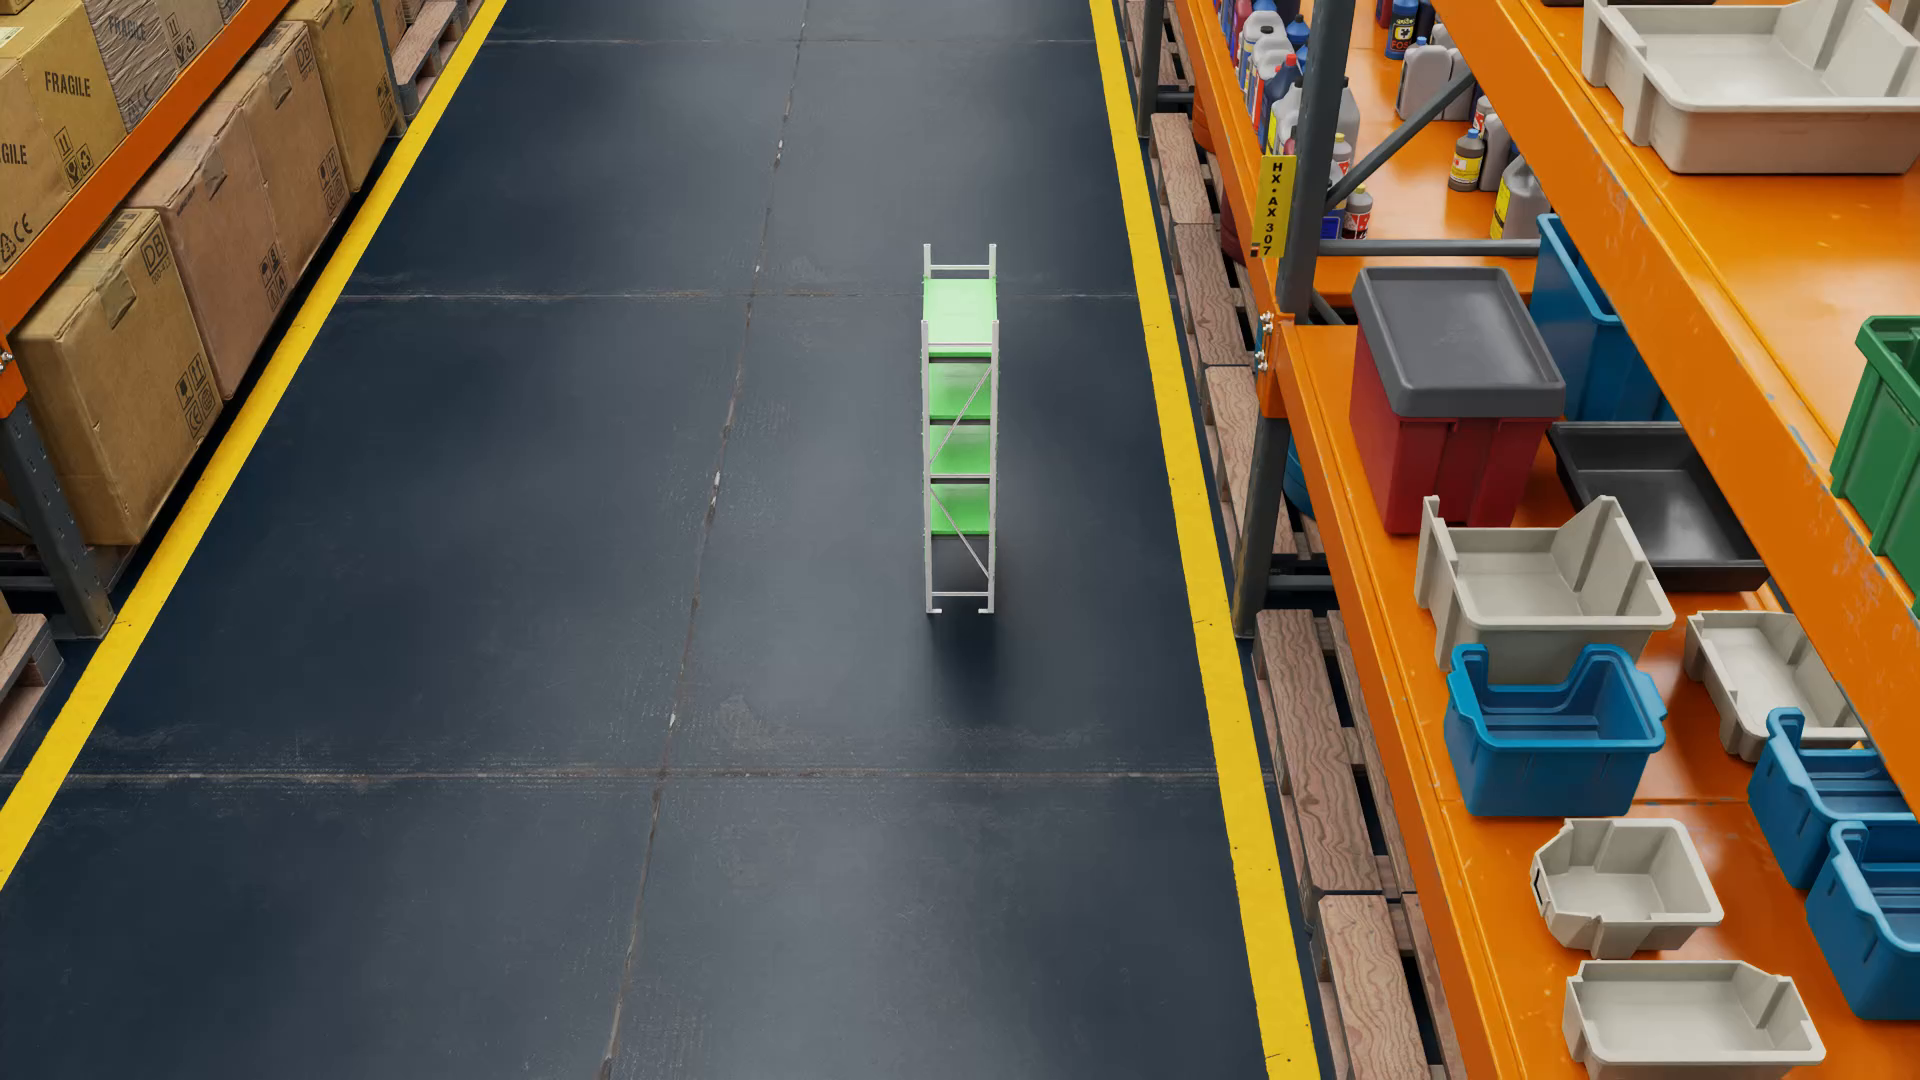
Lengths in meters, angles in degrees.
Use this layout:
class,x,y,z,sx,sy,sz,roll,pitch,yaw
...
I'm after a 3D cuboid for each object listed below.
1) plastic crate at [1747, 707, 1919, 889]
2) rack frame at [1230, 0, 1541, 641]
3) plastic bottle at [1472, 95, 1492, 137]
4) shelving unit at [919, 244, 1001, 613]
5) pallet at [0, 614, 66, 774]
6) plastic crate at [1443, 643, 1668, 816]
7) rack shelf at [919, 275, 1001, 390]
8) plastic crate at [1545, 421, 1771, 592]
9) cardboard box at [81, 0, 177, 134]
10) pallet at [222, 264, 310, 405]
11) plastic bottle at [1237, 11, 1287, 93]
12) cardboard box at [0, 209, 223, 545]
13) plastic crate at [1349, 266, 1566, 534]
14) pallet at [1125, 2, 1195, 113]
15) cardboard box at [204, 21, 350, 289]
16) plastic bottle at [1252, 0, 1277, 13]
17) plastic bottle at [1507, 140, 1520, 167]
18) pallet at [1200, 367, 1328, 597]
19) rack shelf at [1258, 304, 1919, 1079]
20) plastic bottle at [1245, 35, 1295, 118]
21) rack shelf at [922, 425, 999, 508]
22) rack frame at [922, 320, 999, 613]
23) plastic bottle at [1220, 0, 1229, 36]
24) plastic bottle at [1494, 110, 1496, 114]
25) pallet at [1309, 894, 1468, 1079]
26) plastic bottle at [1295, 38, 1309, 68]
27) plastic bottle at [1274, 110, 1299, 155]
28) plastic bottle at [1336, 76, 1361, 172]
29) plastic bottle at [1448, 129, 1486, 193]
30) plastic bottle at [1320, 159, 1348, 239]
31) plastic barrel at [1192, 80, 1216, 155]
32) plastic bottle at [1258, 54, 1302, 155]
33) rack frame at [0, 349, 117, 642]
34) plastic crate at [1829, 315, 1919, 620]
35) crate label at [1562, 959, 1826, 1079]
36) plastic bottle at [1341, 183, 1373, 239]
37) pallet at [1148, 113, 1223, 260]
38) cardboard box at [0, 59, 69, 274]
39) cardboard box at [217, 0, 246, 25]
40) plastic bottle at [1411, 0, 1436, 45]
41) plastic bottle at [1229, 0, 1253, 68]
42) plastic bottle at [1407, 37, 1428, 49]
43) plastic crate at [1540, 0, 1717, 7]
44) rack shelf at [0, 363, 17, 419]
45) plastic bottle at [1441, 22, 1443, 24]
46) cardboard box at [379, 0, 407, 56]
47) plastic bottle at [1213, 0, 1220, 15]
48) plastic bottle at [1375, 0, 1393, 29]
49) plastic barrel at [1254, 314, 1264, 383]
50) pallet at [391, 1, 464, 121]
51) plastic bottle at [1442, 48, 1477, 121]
class,x,y,z,sx,sy,sz,roll,pitch,yaw
plastic crate,1.792,0.519,3.289,0.416,0.233,0.300,0,39,0
rack frame,1.460,-0.858,4.922,1.000,3.000,0.127,0,39,0
plastic bottle,1.867,-1.494,5.874,0.097,0.201,0.097,0,39,0
shelving unit,0.000,-0.365,5.746,0.258,1.200,0.503,0,39,0
pallet,-3.570,0.709,5.197,1.003,0.211,1.213,0,39,0
plastic crate,1.206,0.401,3.437,0.416,0.233,0.300,0,39,0
rack shelf,0.000,-0.689,5.485,0.258,0.148,0.480,0,39,0
plastic crate,1.730,-0.075,4.117,0.437,0.125,0.590,0,39,0
cardboard box,-3.245,-1.809,6.029,0.500,0.500,0.500,-1,39,-1
pallet,-3.573,-1.014,7.346,1.003,0.211,1.213,0,39,0
plastic bottle,1.135,-1.829,6.233,0.152,0.276,0.135,0,39,0
cardboard box,-3.513,-0.590,5.950,1.225,0.875,0.875,0,39,0
plastic crate,1.211,-0.348,4.187,0.402,0.464,0.583,0,39,0
pallet,1.494,-2.756,9.520,1.003,0.211,1.213,0,39,0
cardboard box,-3.524,-1.702,7.338,1.225,0.875,0.875,0,39,0
plastic bottle,1.168,-1.983,6.429,0.097,0.271,0.097,0,39,0
plastic bottle,1.868,-1.254,5.519,0.097,0.271,0.097,0,39,0
pallet,1.501,-0.253,6.397,1.003,0.211,1.213,0,39,0
rack shelf,1.463,0.673,3.587,1.077,0.370,4.000,0,39,0
plastic bottle,1.135,-1.684,6.052,0.152,0.276,0.135,0,39,0
rack shelf,0.000,-0.315,5.786,0.258,0.148,0.480,0,39,0
rack frame,0.000,-0.212,5.555,0.240,1.200,0.015,0,39,0
plastic bottle,1.135,-2.173,6.662,0.152,0.276,0.135,0,39,0
plastic bottle,1.868,-1.399,5.700,0.097,0.271,0.097,0,39,0
pallet,1.504,1.454,4.266,1.003,0.211,1.213,0,39,0
plastic bottle,1.260,-1.694,6.068,0.097,0.271,0.097,0,39,0
plastic bottle,1.136,-1.285,5.554,0.152,0.276,0.135,0,39,0
plastic bottle,1.276,-1.414,5.655,0.144,0.351,0.185,0,39,0
plastic bottle,1.716,-1.288,5.617,0.097,0.201,0.097,0,39,0
plastic bottle,1.137,-1.056,5.268,0.152,0.276,0.135,0,39,0
plastic barrel,1.473,-2.371,8.209,0.600,0.830,0.708,0,39,0
plastic bottle,1.132,-1.529,5.799,0.144,0.351,0.185,0,39,0
rack frame,-3.493,-0.855,4.918,1.000,3.000,0.127,0,39,0
plastic crate,1.178,-0.061,1.699,0.450,0.188,0.336,0,39,0
crate label,1.272,0.857,2.944,0.396,0.136,0.243,0,39,0
plastic bottle,1.261,-1.039,5.306,0.097,0.201,0.097,0,39,0
pallet,1.498,-1.779,8.301,1.003,0.211,1.213,0,39,0
cardboard box,-3.243,-1.182,5.246,0.500,0.500,0.500,0,39,0
cardboard box,-3.250,-2.450,6.829,0.500,0.500,0.500,-1,39,-2
plastic bottle,1.843,-2.075,6.479,0.144,0.351,0.185,0,39,0
plastic bottle,1.089,-1.977,6.411,0.061,0.283,0.133,0,39,0
plastic bottle,1.715,-1.783,6.235,0.097,0.201,0.097,0,39,0
plastic crate,1.188,-1.201,3.056,0.497,0.269,0.590,0,39,0
rack shelf,-3.490,0.677,3.582,1.077,0.370,4.000,0,39,0
plastic bottle,1.867,-1.894,6.318,0.097,0.271,0.097,0,39,0
cardboard box,-3.518,-2.971,9.206,0.700,0.500,0.500,-2,39,-2
plastic bottle,1.089,-2.321,6.841,0.061,0.283,0.133,0,39,0
plastic bottle,1.740,-2.231,6.729,0.061,0.283,0.133,0,39,0
plastic barrel,1.476,-0.986,6.424,0.600,0.901,0.708,0,39,0
pallet,-3.497,-2.757,9.521,1.003,0.211,1.213,0,39,0
plastic bottle,1.840,-1.679,6.045,0.152,0.276,0.135,0,39,0
